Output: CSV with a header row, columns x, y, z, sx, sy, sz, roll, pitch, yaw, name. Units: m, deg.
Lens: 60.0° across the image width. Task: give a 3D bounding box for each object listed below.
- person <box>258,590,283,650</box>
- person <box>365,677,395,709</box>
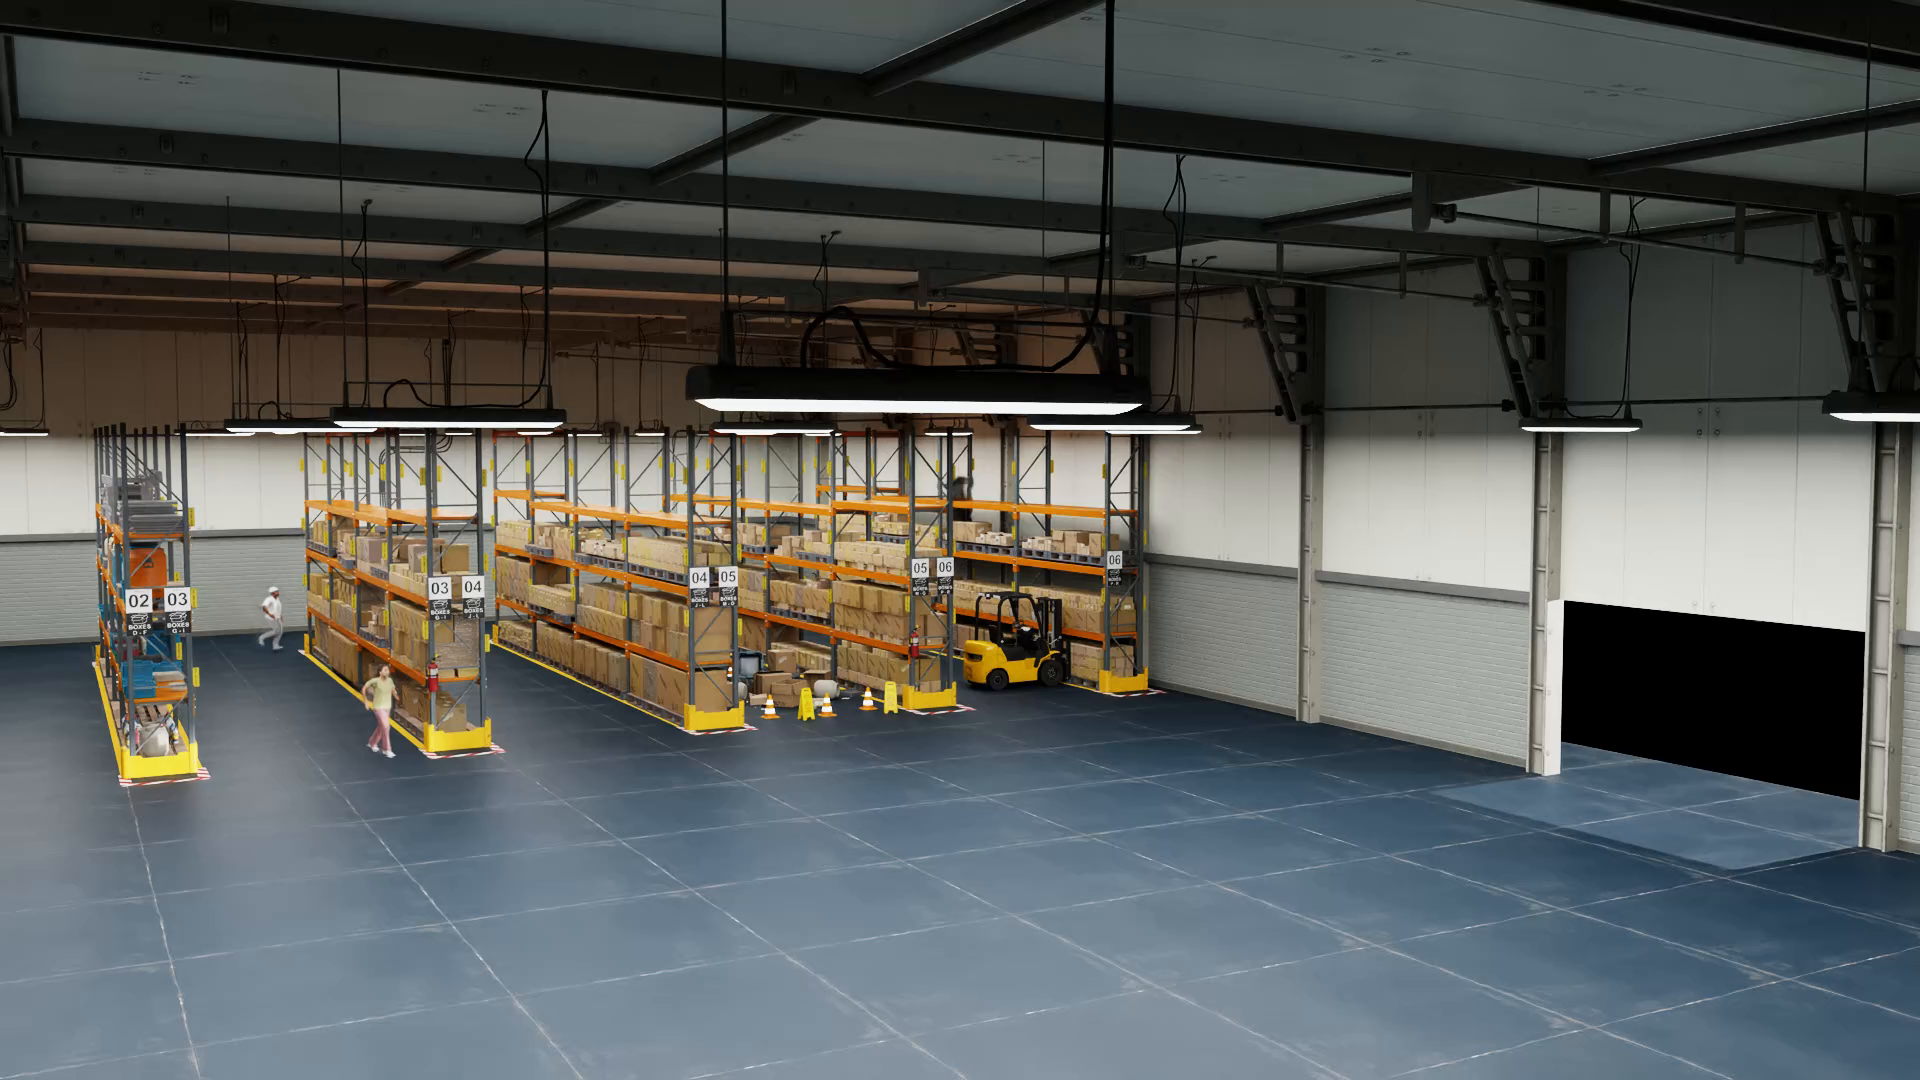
x,y,z,sx,sy,sz,roll,pitch,yaw,name
-18.700,2.153,45.341,0.702,1.663,0.751,0,3,5,person
-10.445,2.764,30.050,0.358,0.588,0.542,2,4,31,person
